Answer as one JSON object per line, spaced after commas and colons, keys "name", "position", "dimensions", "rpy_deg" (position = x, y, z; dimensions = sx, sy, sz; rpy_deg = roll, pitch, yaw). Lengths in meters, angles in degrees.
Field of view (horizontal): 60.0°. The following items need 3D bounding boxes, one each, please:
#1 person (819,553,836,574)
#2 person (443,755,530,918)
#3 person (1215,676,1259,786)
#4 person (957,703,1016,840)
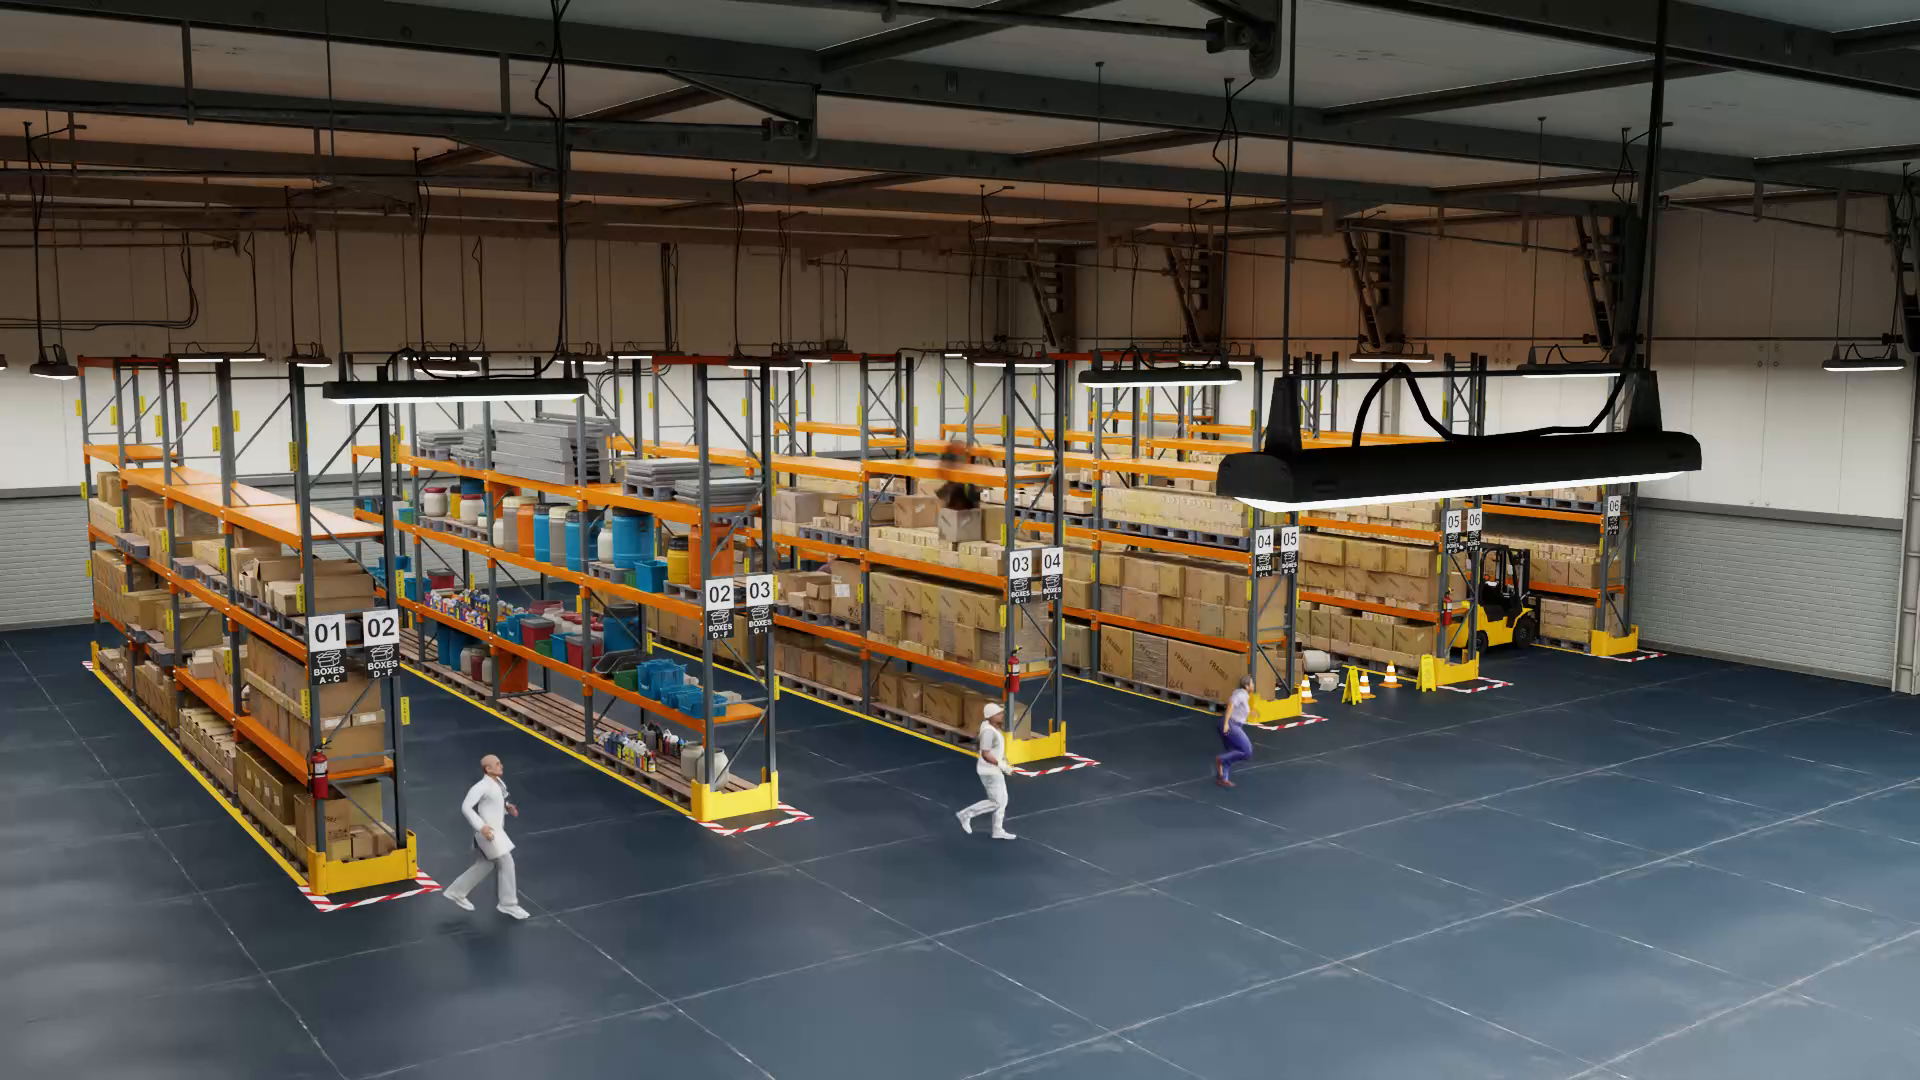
{"name": "person", "position": [-2.712, 1.129, 35.800], "dimensions": [0.690, 1.739, 0.630], "rpy_deg": [-4, 8, -31]}
{"name": "person", "position": [-5.209, 3.246, 18.241], "dimensions": [0.935, 1.823, 0.713], "rpy_deg": [-1, 7, -8]}
{"name": "person", "position": [3.930, 2.718, 23.593], "dimensions": [0.669, 1.564, 0.593], "rpy_deg": [-1, 7, -7]}
{"name": "person", "position": [0.334, 2.926, 21.051], "dimensions": [0.752, 1.763, 0.684], "rpy_deg": [0, 7, 1]}
